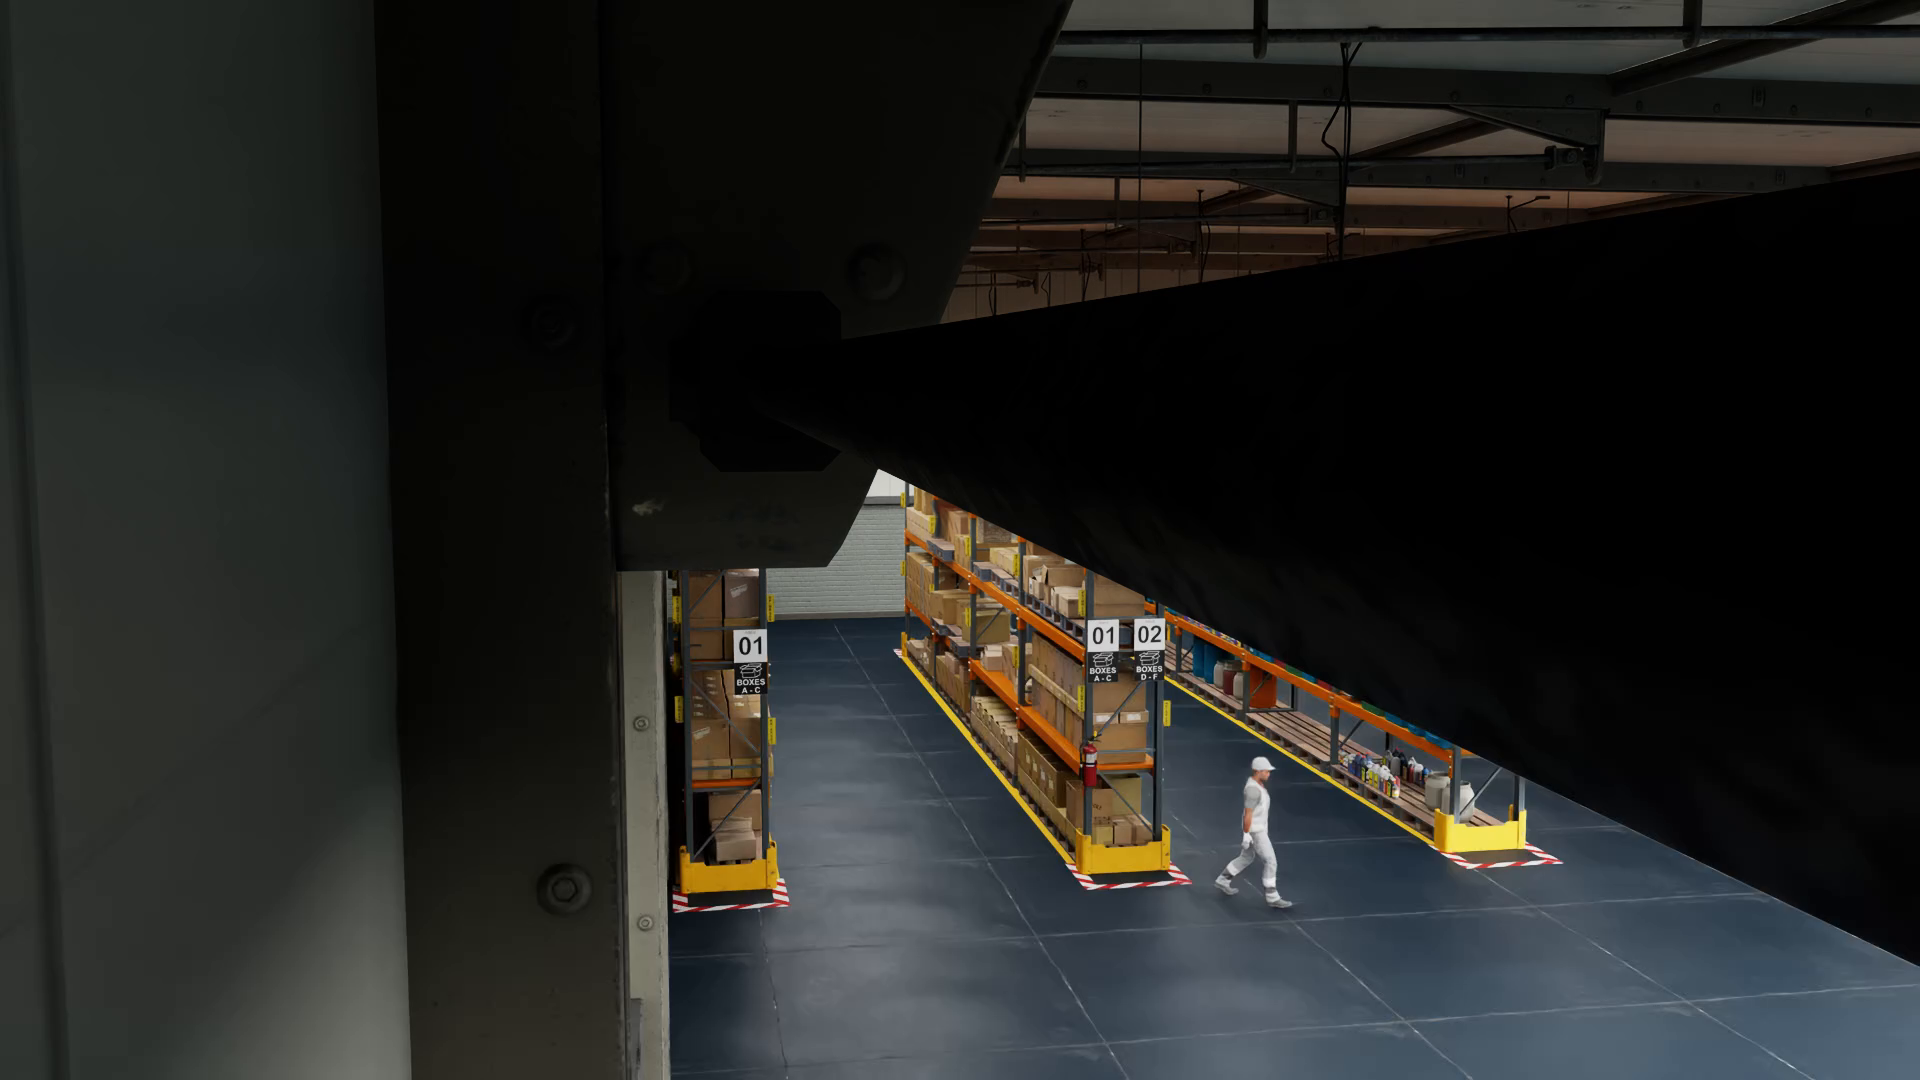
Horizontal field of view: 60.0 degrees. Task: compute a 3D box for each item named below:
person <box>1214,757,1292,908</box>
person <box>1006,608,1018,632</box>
[{"bbox_3d":[3.476,3.427,19.675,0.916,1.754,0.547,1,6,10],"label":"person"},{"bbox_3d":[1.037,1.329,39.905,0.931,1.733,0.546,3,7,28],"label":"person"}]
